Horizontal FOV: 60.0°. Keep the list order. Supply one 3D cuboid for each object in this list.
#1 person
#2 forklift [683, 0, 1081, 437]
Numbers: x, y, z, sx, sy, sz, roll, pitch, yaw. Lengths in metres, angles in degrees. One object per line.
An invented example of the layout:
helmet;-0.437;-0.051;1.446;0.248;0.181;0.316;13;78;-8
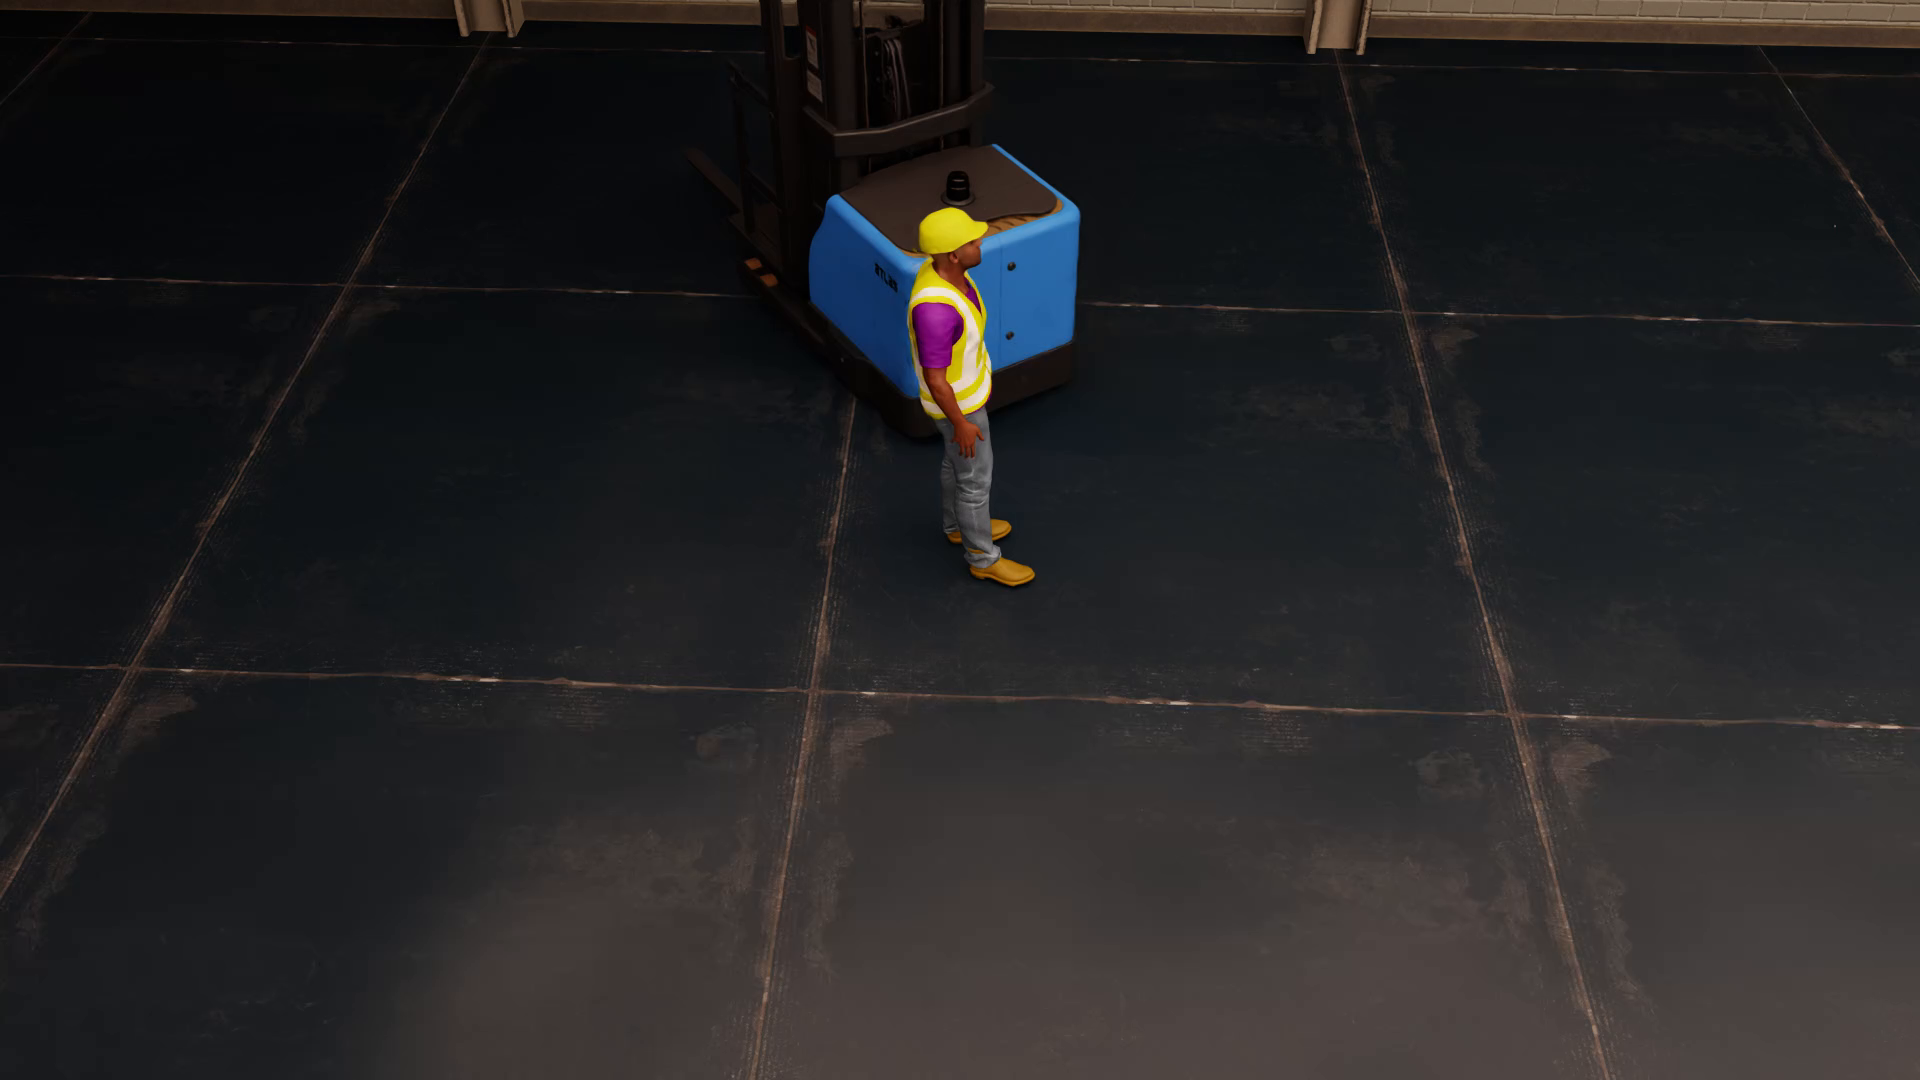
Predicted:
person;0.069;-0.651;7.309;0.577;1.765;0.665;2;42;2
forklift;-0.607;-2.569;8.556;1.130;2.935;3.031;-23;47;-23
